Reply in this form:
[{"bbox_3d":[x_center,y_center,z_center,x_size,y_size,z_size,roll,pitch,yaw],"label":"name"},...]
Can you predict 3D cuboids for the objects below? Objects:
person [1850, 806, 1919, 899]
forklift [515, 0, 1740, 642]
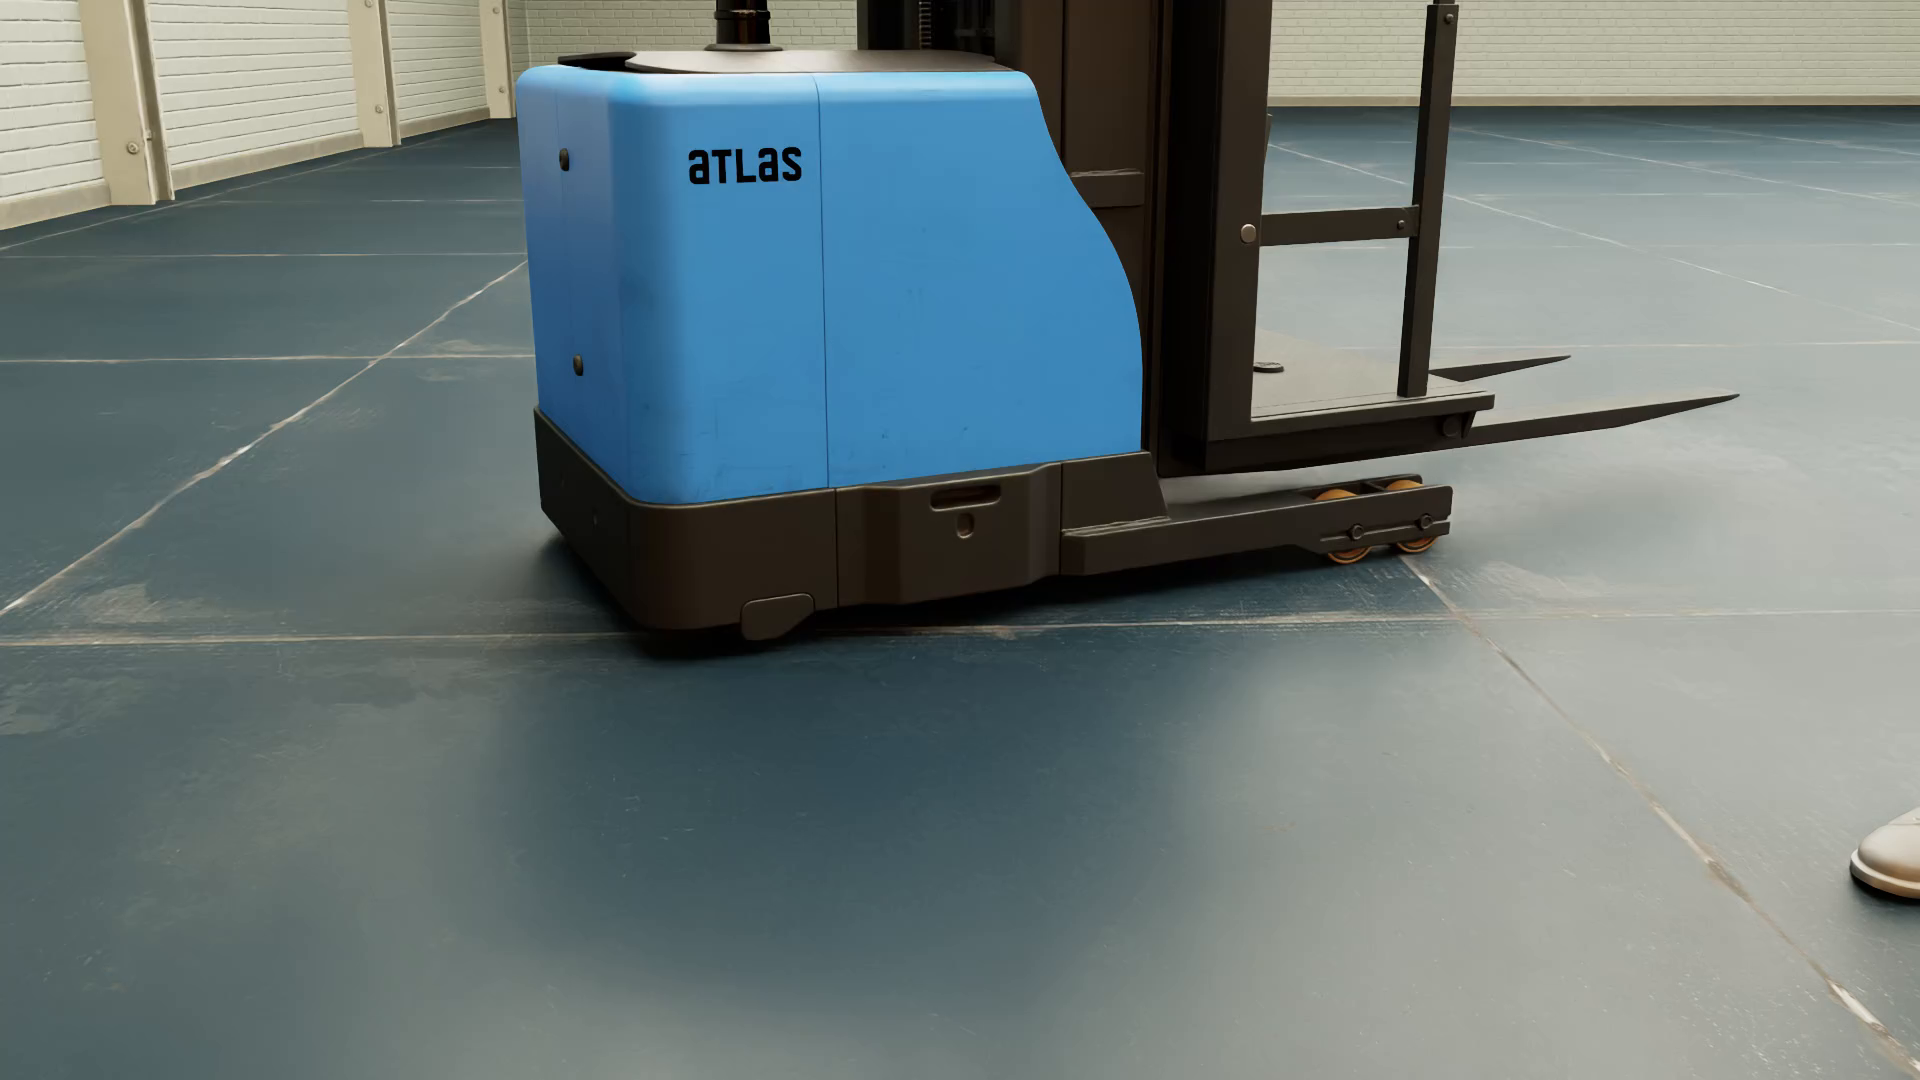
[{"bbox_3d":[1.569,-0.321,2.014,0.397,1.727,0.585,-16,23,-41],"label":"person"},{"bbox_3d":[0.569,-1.479,3.744,3.031,2.935,1.130,-8,19,-24],"label":"forklift"}]
